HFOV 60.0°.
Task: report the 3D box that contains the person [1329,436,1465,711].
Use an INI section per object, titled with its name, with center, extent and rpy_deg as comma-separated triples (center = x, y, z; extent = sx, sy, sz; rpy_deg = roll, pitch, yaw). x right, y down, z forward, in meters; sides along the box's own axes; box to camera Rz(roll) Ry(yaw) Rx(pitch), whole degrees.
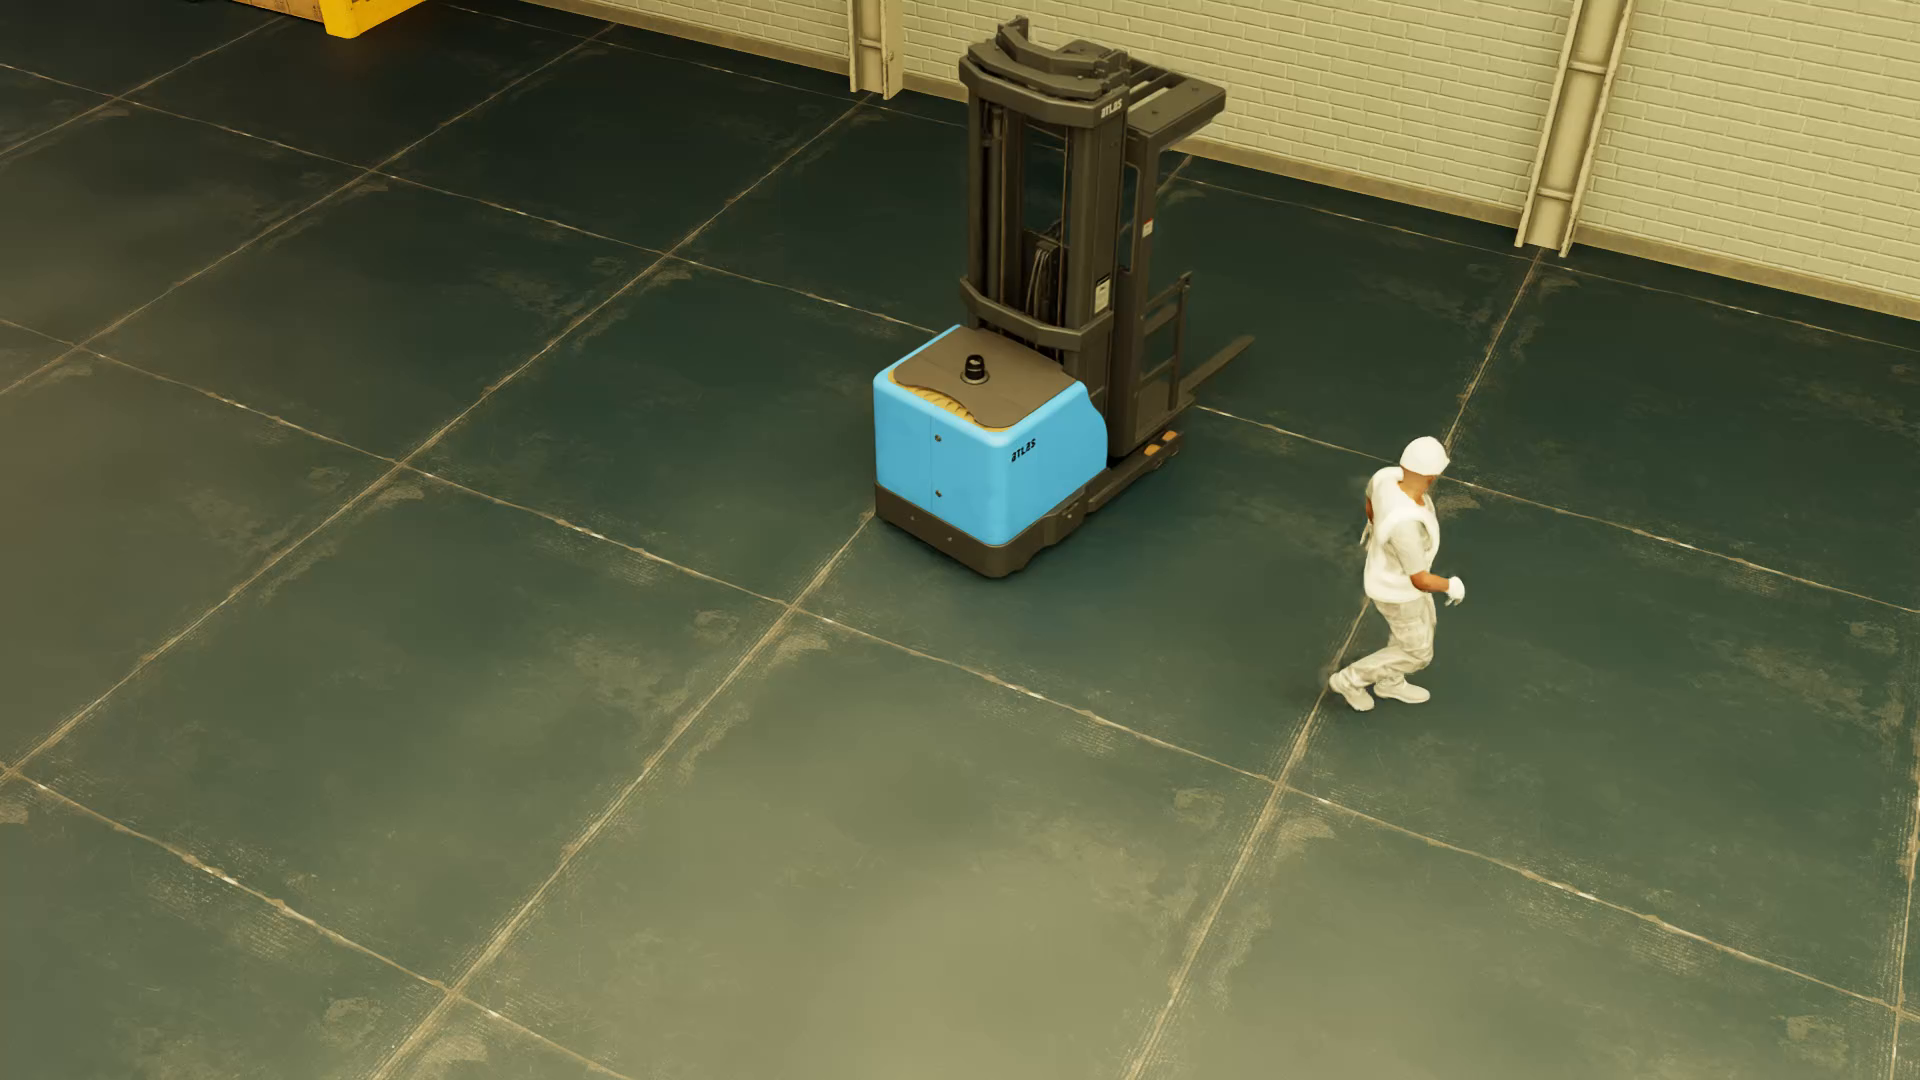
[person]
center = 2.338, 0.181, 8.706
extent = 0.583, 1.731, 0.747
rpy_deg = 9, 41, 11

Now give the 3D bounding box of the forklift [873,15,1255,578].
[forklift]
center = 0.818, -1.770, 10.088
extent = 1.130, 2.935, 3.031
rpy_deg = 29, 48, 30
